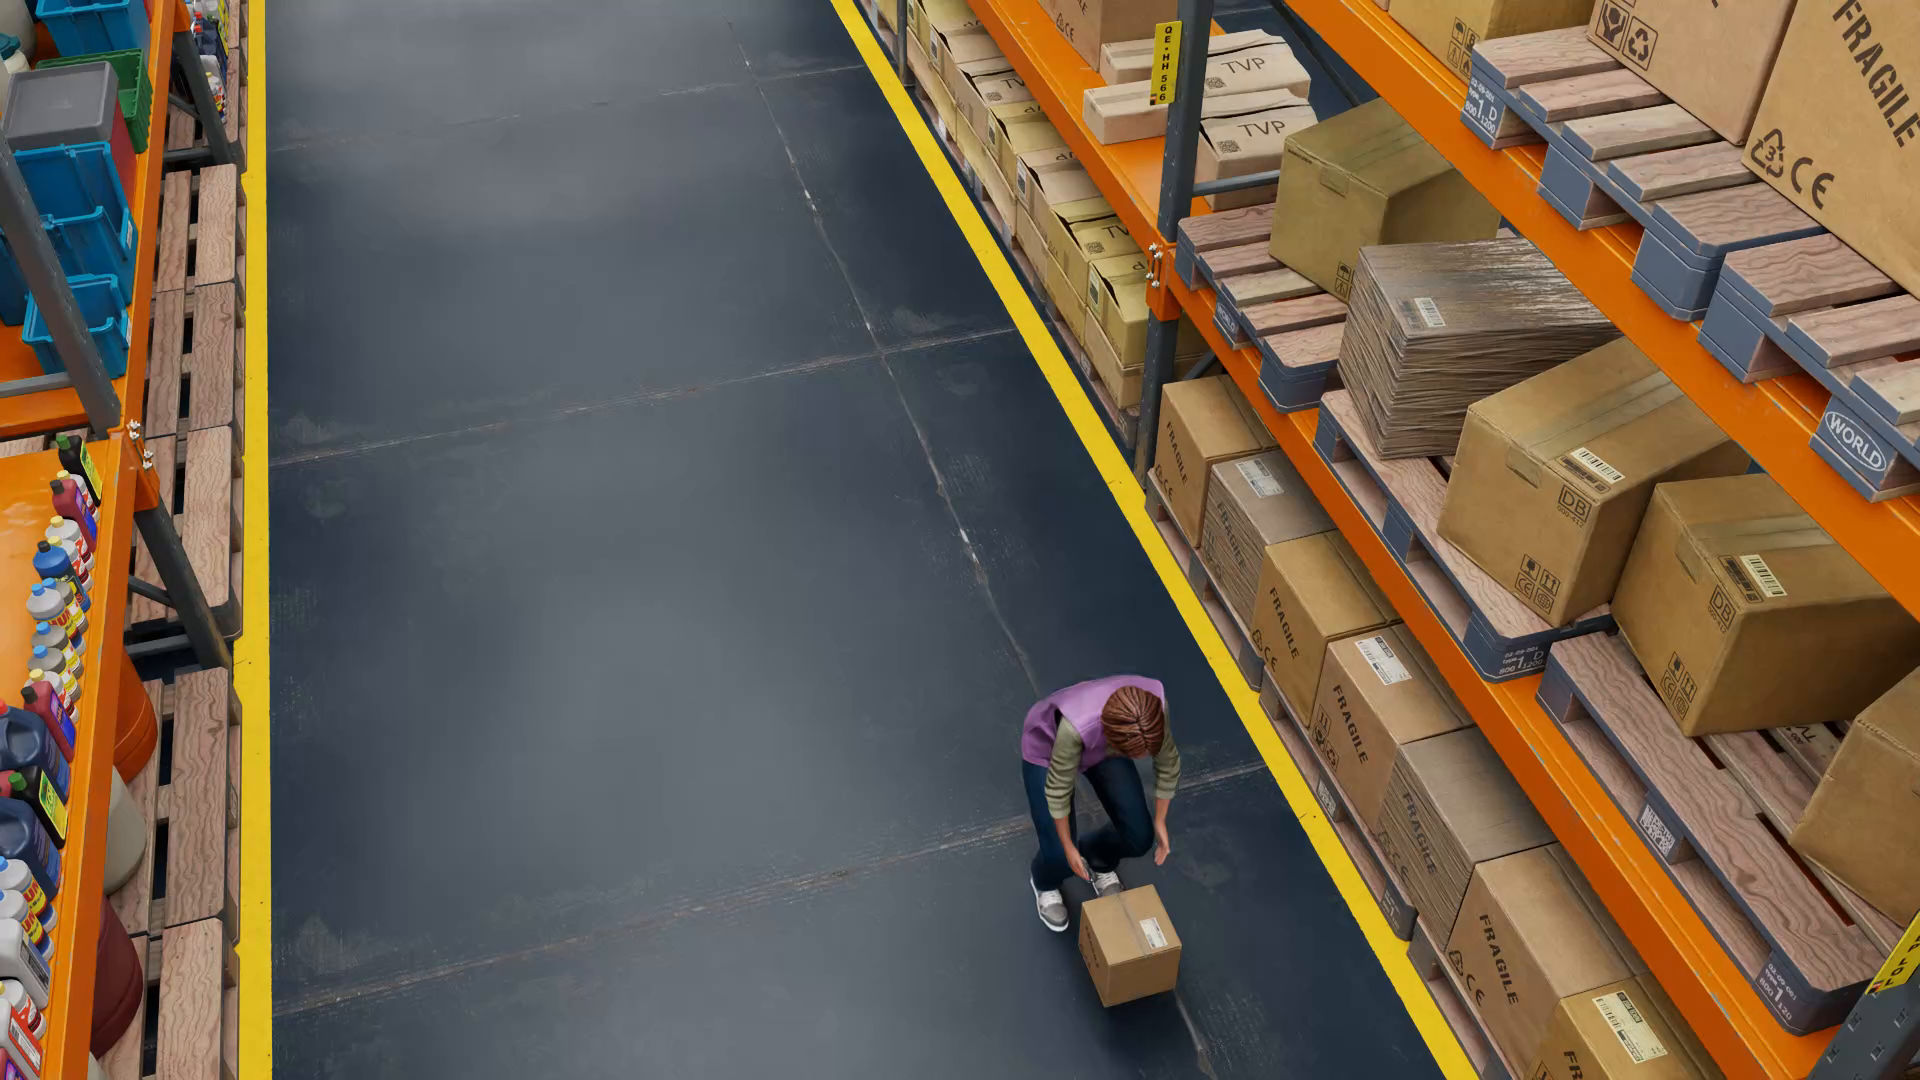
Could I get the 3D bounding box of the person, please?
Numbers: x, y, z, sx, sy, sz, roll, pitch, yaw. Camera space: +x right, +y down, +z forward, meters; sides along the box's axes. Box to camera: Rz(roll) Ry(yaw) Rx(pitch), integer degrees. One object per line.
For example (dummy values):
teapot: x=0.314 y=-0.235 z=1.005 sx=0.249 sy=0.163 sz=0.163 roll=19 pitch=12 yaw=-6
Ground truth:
person: x=0.461 y=0.815 z=5.525 sx=0.463 sy=1.284 sz=0.655 roll=-12 pitch=44 yaw=-13
